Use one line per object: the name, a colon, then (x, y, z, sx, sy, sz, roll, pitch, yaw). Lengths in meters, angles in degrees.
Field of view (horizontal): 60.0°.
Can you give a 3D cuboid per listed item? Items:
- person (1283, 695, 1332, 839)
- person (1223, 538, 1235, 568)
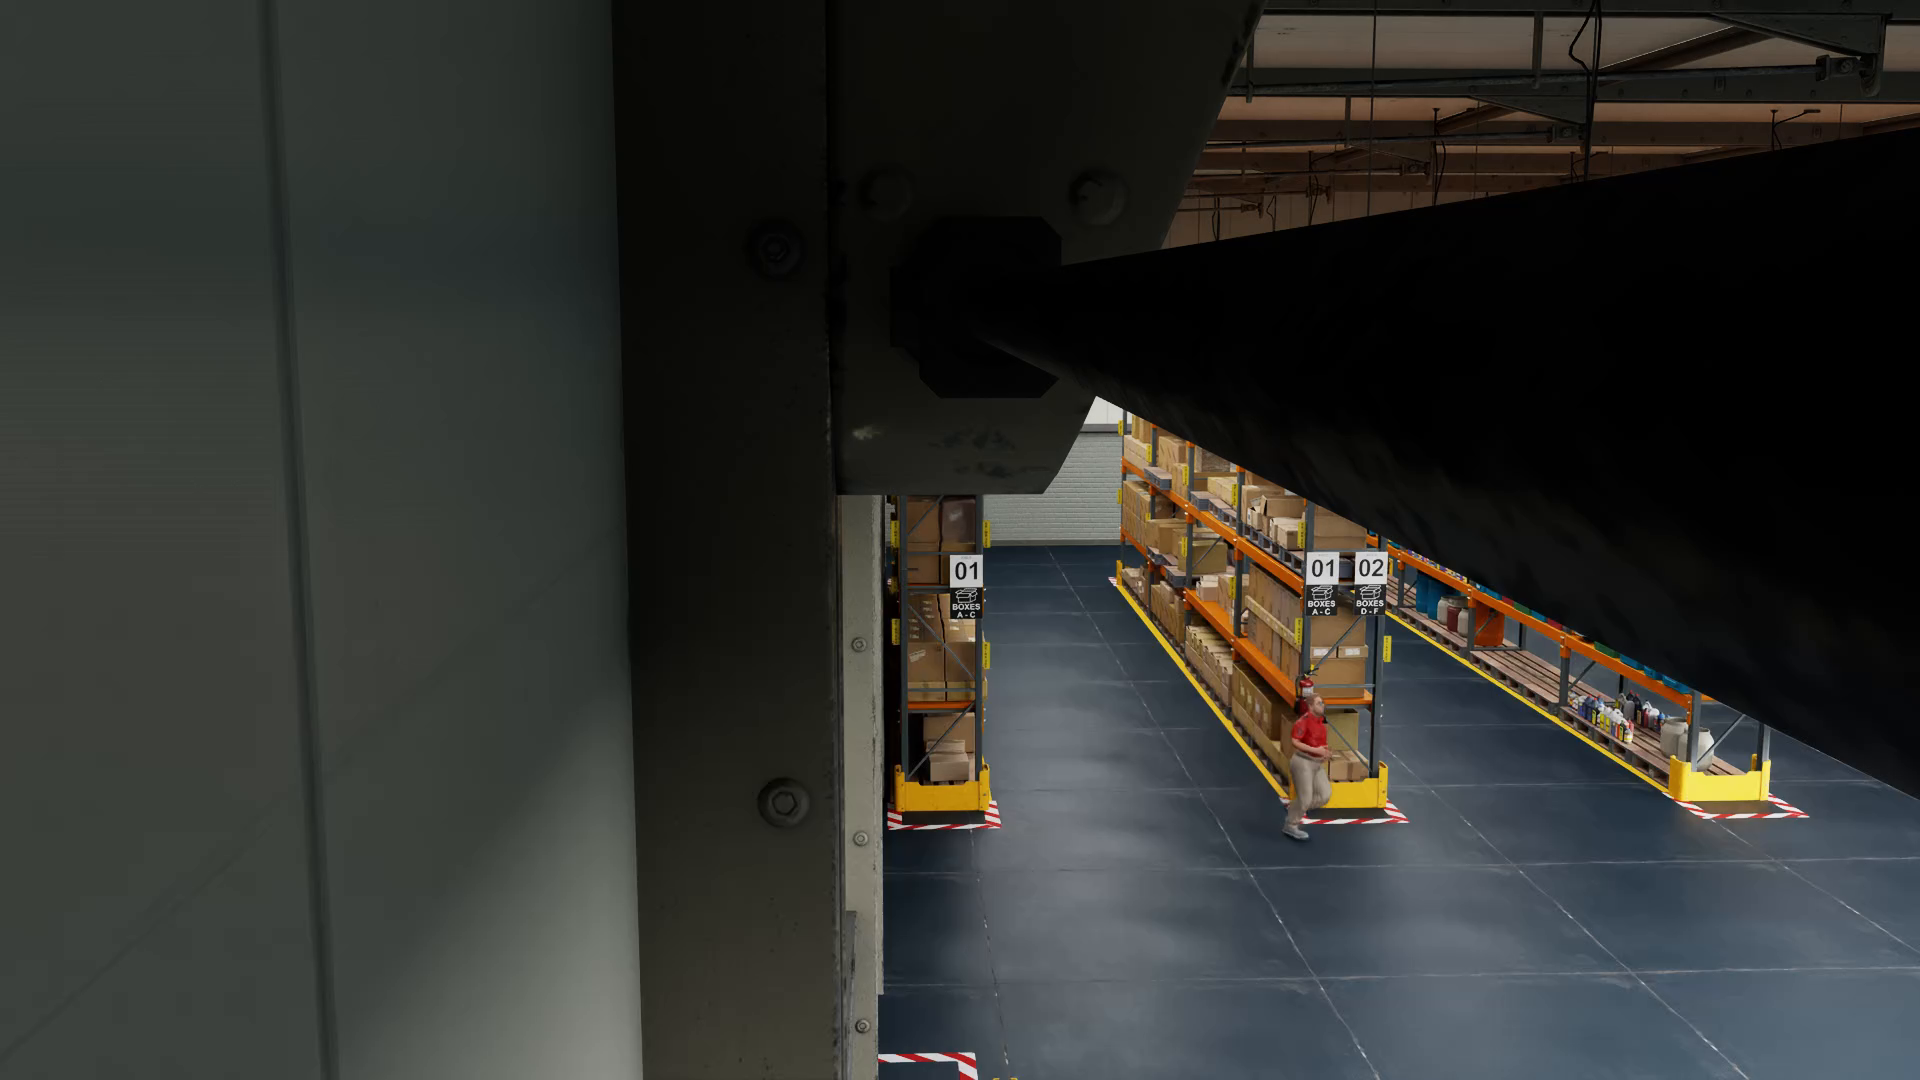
person: (4.155, 2.643, 19.479, 0.596, 1.669, 0.676, 8, 11, 42)
person: (5.889, 0.199, 35.939, 0.671, 1.729, 0.856, -2, 9, -12)
